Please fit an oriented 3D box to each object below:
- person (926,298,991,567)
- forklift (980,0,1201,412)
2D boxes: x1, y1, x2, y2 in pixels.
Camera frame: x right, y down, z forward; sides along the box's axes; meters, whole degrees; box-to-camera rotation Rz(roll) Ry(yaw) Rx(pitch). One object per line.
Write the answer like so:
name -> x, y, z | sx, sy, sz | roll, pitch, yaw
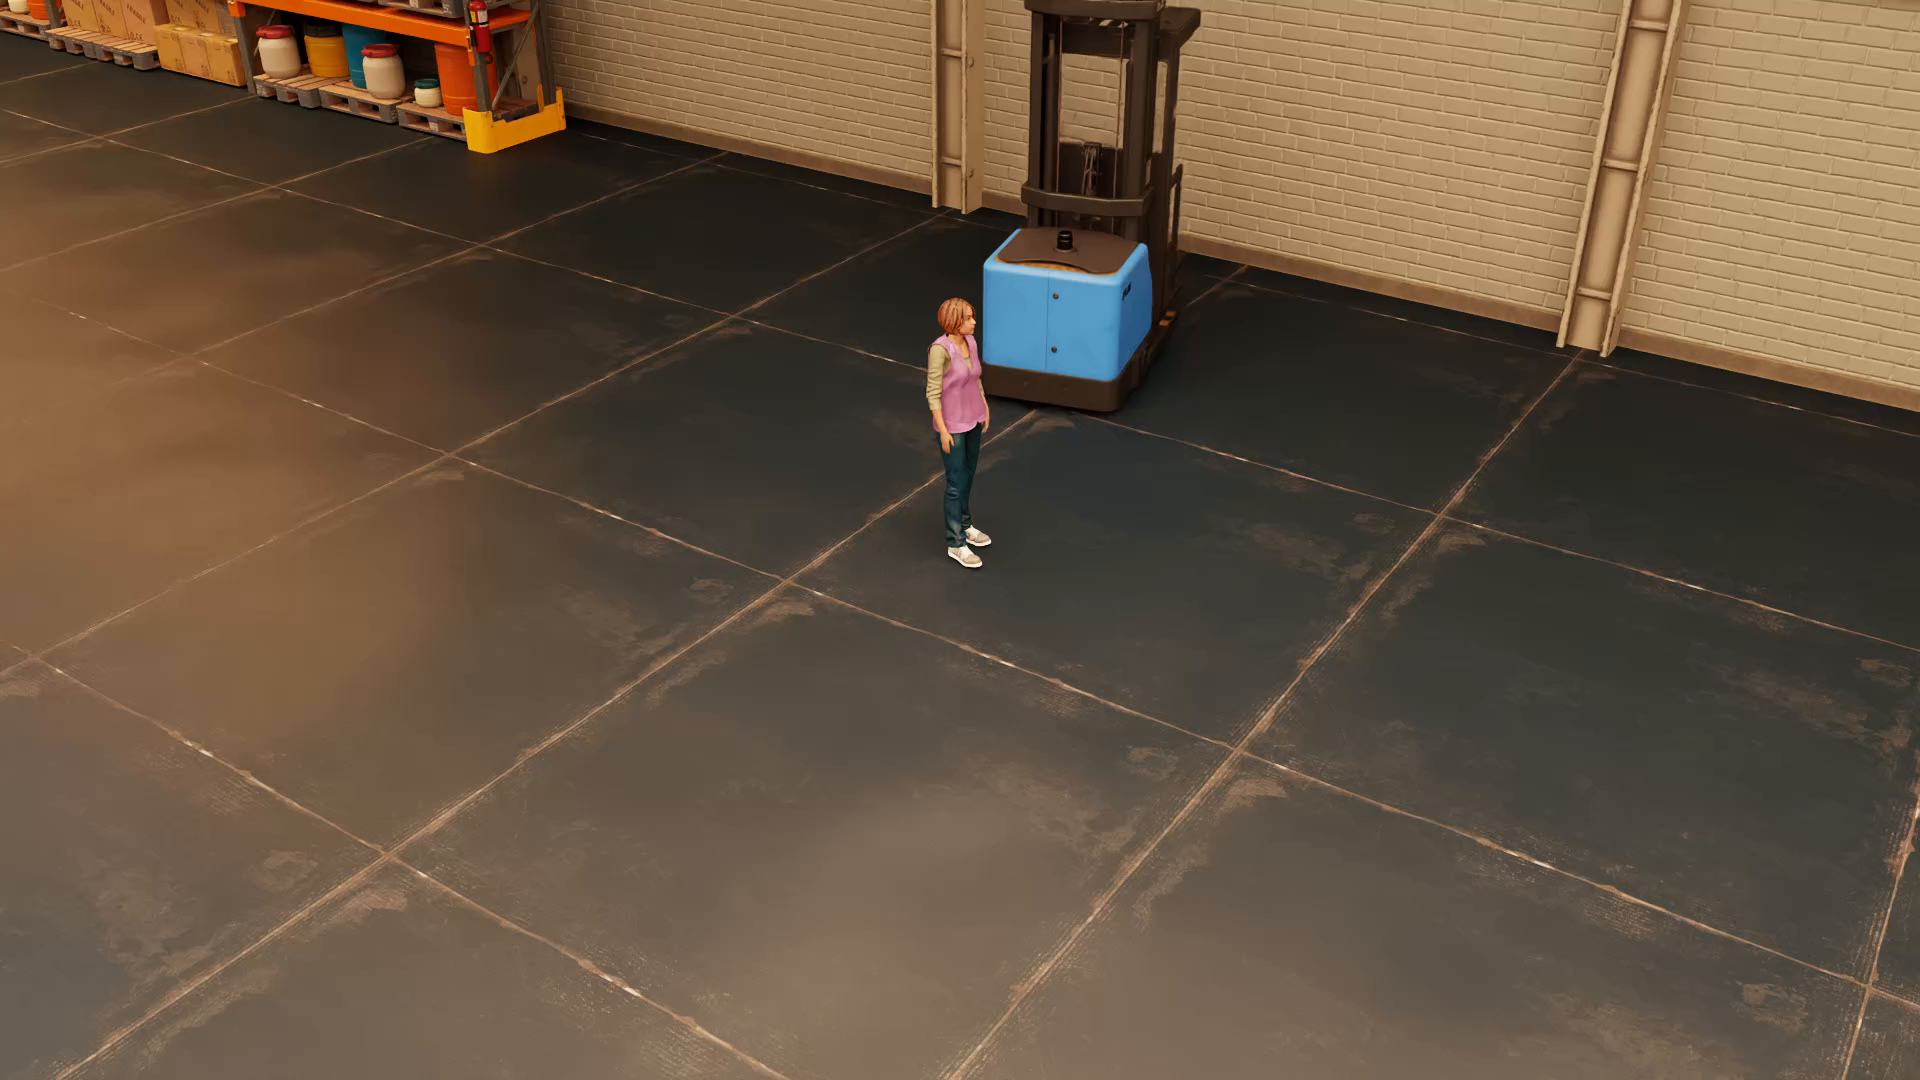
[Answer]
person -> 0.054, -0.670, 10.049 | 0.473, 1.599, 0.520 | 19, 35, 29
forklift -> 1.127, -2.913, 12.598 | 1.130, 2.935, 3.031 | 10, 32, 17
